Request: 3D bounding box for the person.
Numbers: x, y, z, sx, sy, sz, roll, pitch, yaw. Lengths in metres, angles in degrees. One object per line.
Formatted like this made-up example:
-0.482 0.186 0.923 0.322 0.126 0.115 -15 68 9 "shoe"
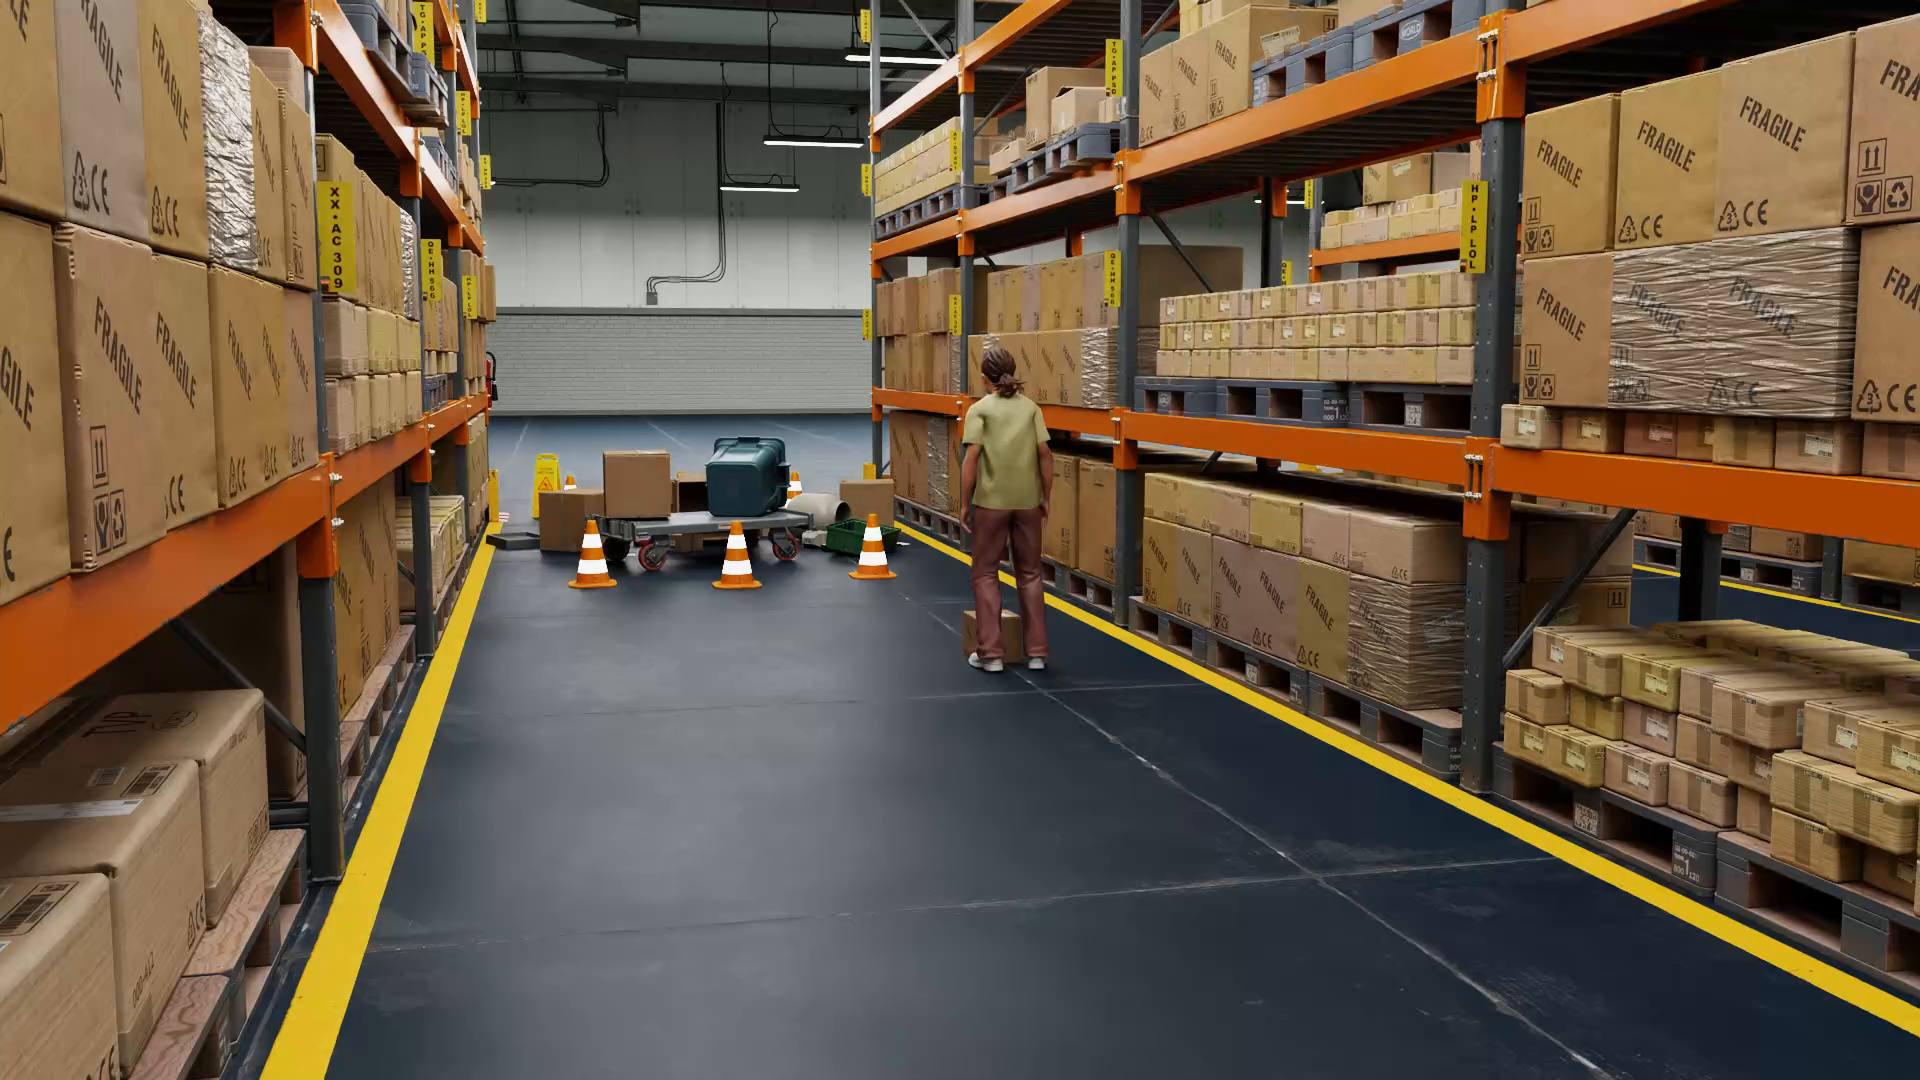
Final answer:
0.235 -0.149 8.621 0.517 1.651 0.363 -2 6 -17 "person"
